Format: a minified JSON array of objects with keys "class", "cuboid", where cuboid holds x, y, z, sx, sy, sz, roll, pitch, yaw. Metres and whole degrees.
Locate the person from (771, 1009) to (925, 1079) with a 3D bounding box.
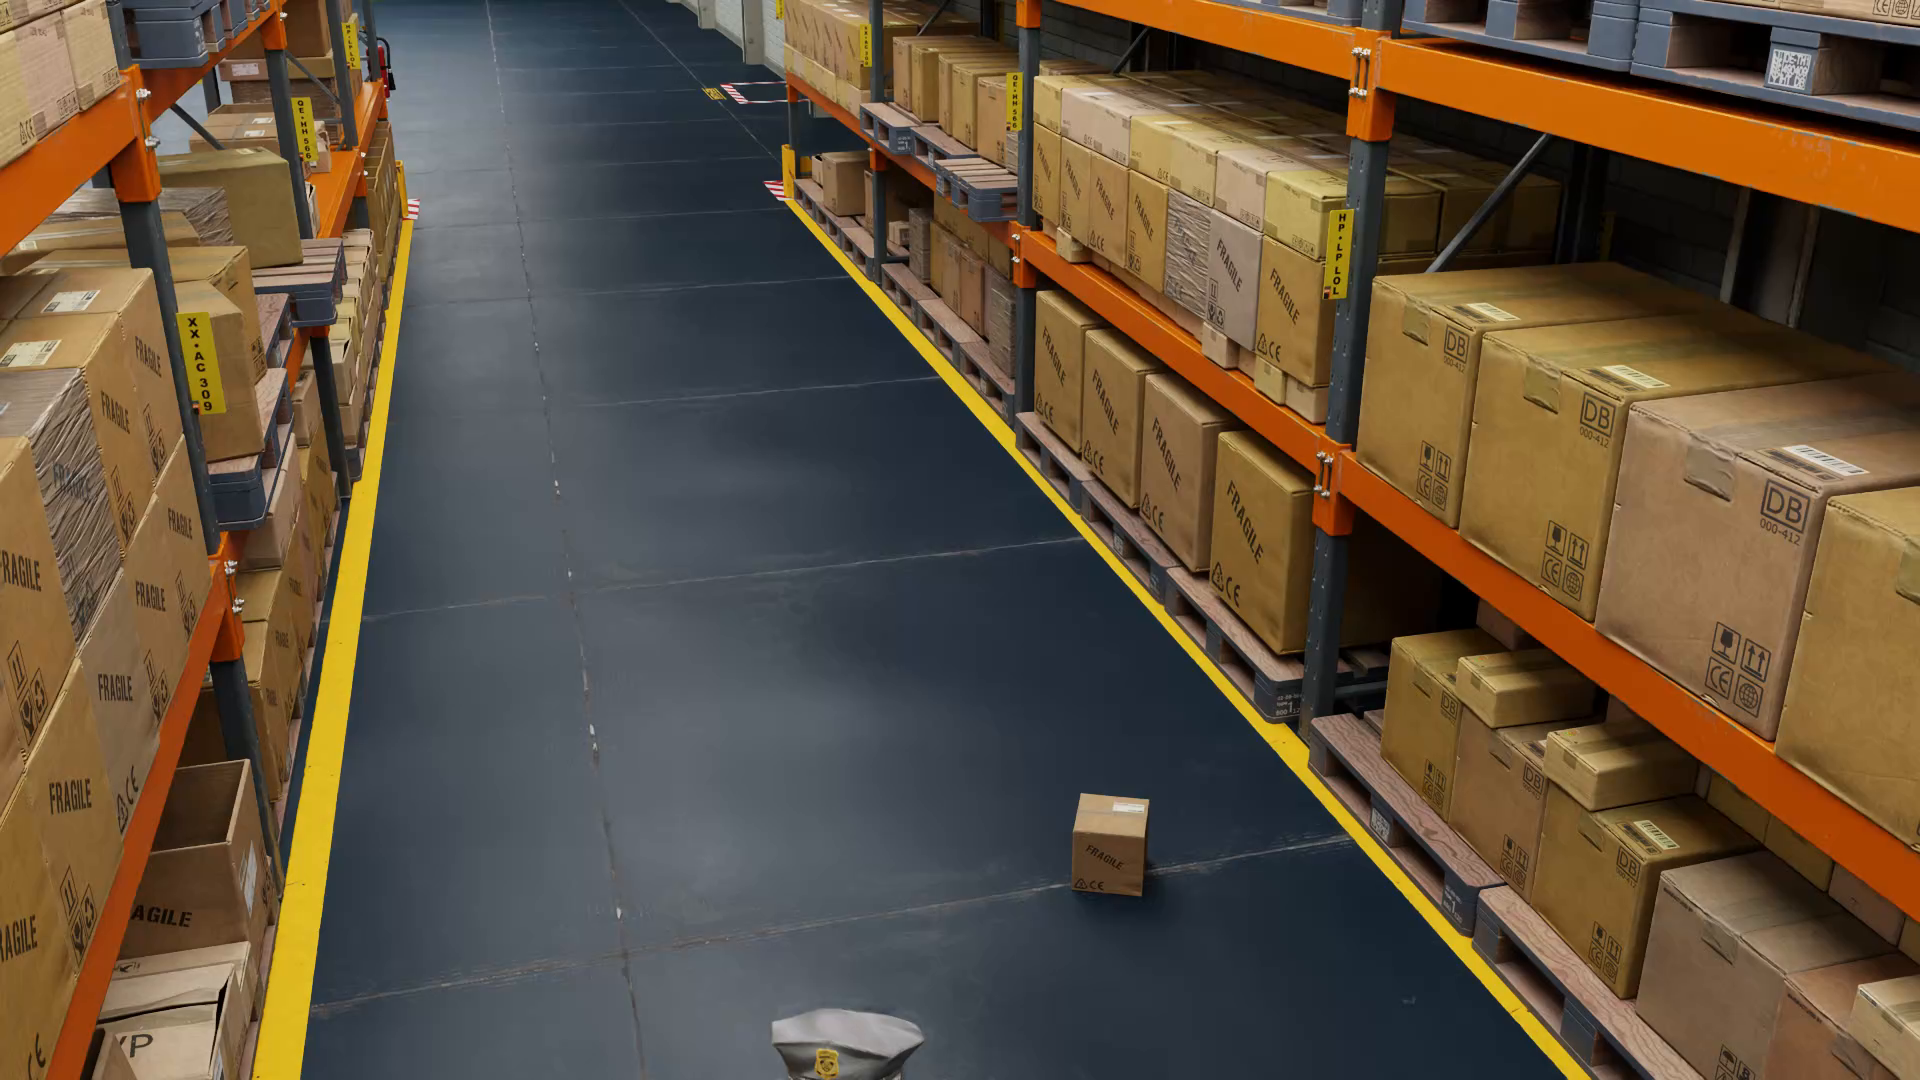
[{"class":"person","cuboid":[-0.167,1.546,2.861,0.532,1.735,0.871,2,23,6]}]
